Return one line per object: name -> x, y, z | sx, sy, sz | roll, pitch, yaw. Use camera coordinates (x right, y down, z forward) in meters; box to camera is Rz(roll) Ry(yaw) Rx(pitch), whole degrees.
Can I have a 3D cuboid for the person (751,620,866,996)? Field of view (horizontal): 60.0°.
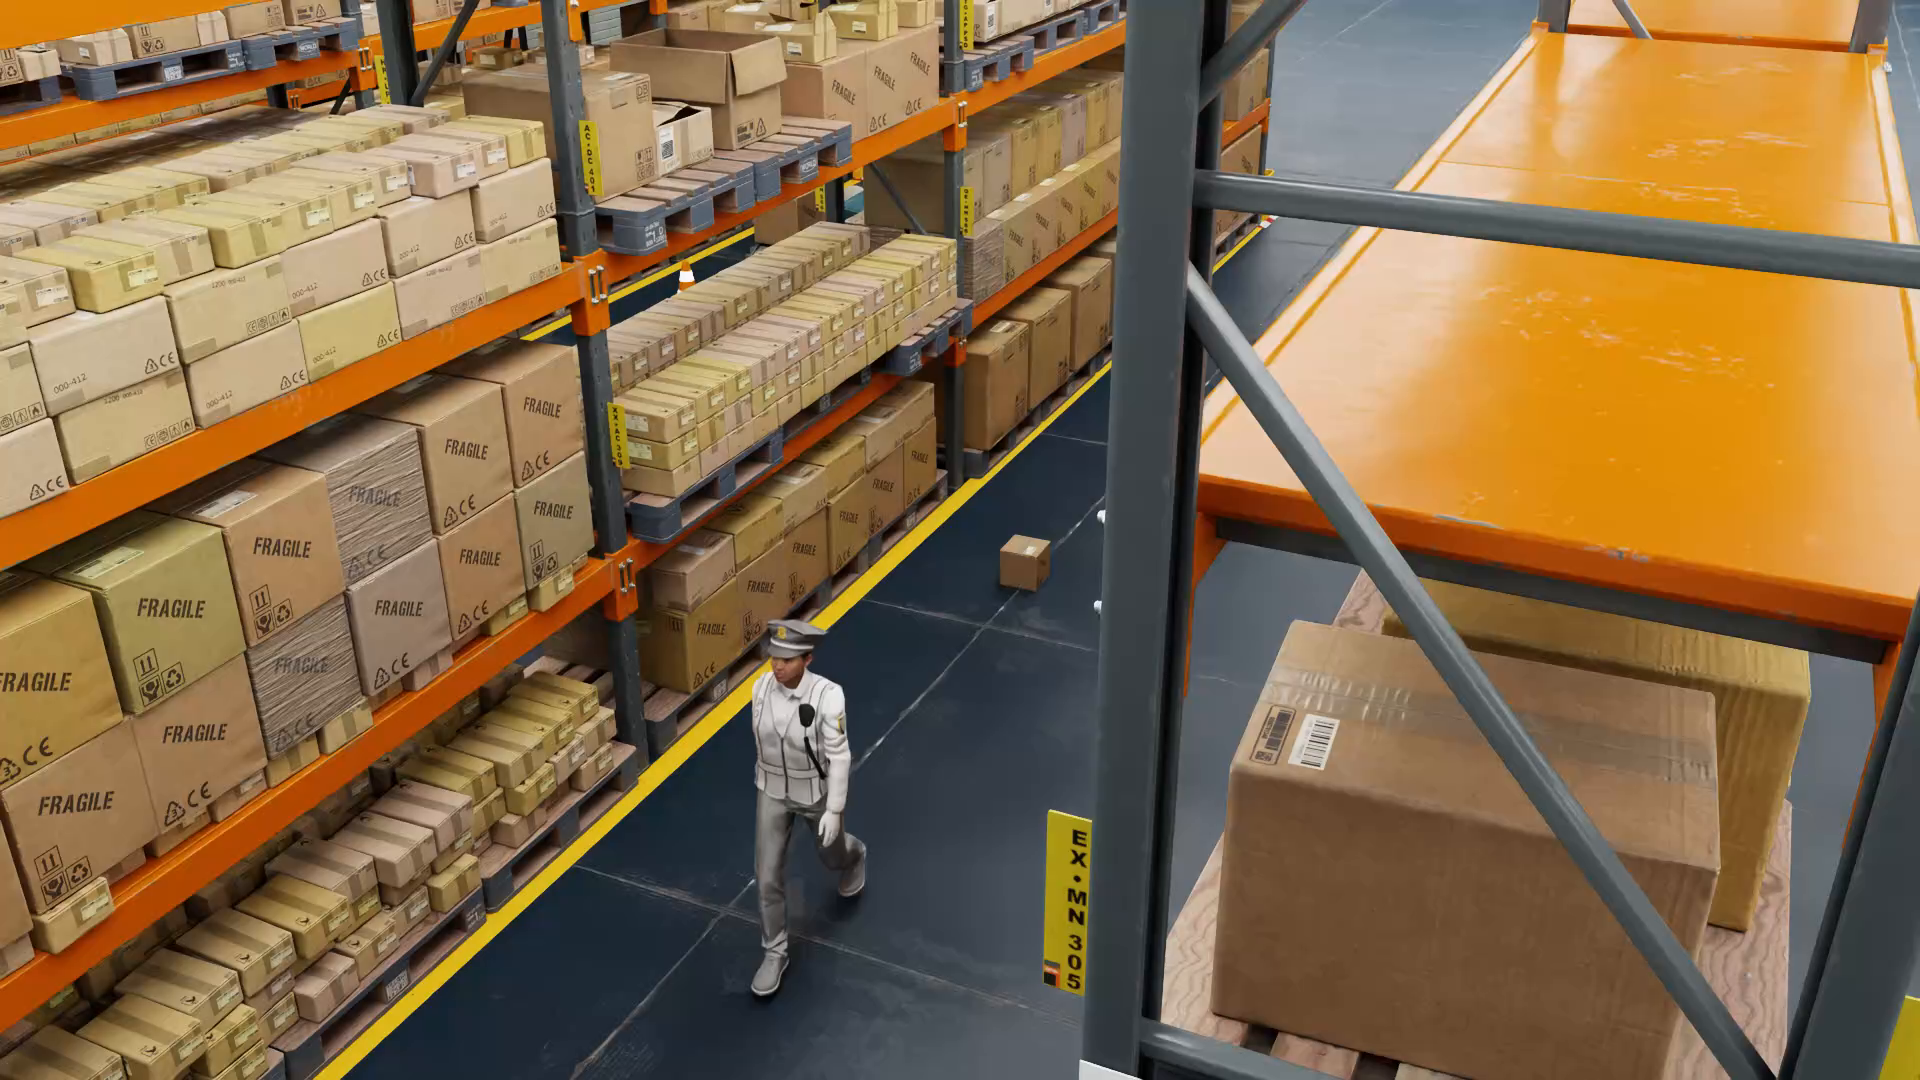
person -> -0.680, 1.060, 7.218 | 0.477, 1.645, 0.949 | 7, 27, 14
